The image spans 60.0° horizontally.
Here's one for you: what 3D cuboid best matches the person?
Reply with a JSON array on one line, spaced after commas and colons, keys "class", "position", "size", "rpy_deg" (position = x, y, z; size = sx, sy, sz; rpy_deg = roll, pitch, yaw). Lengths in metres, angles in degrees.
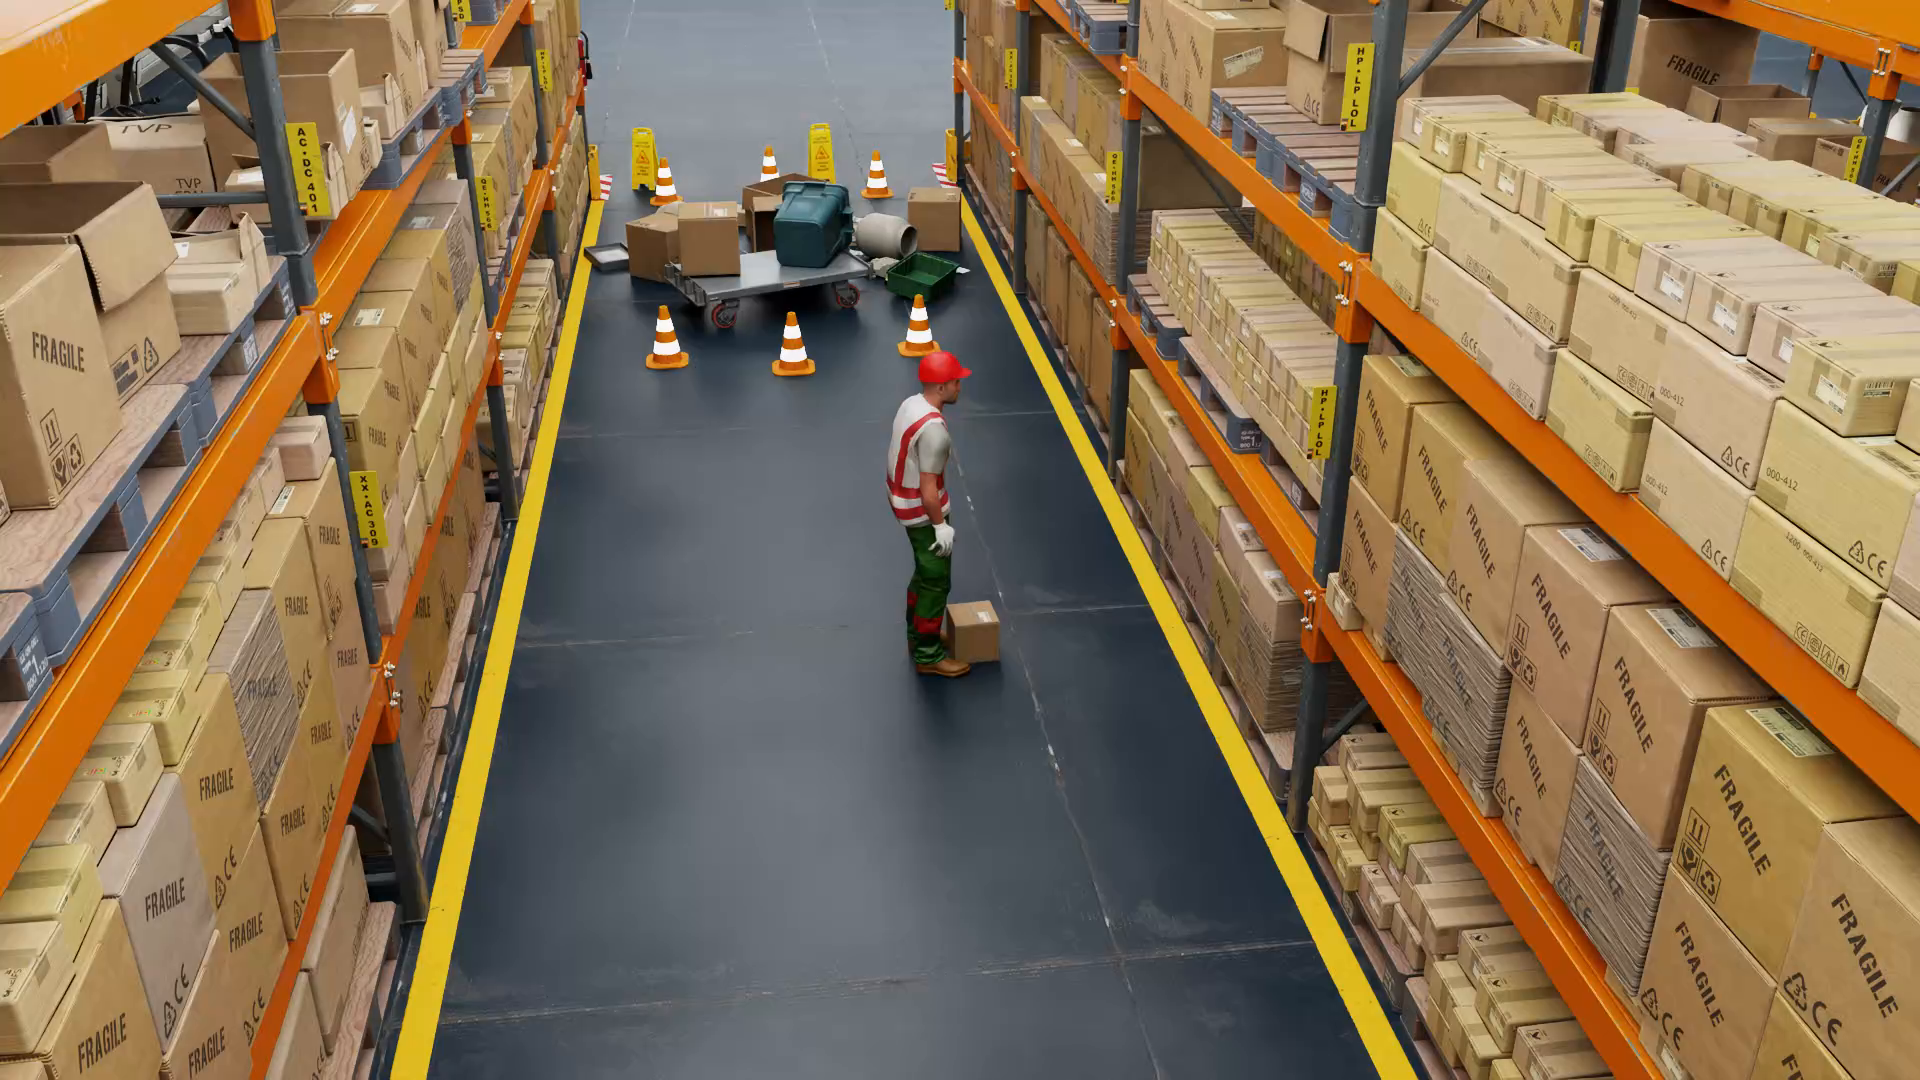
[{"class": "person", "position": [-0.155, -0.154, 8.906], "size": [0.451, 1.778, 0.612], "rpy_deg": [-5, 27, -10]}]
